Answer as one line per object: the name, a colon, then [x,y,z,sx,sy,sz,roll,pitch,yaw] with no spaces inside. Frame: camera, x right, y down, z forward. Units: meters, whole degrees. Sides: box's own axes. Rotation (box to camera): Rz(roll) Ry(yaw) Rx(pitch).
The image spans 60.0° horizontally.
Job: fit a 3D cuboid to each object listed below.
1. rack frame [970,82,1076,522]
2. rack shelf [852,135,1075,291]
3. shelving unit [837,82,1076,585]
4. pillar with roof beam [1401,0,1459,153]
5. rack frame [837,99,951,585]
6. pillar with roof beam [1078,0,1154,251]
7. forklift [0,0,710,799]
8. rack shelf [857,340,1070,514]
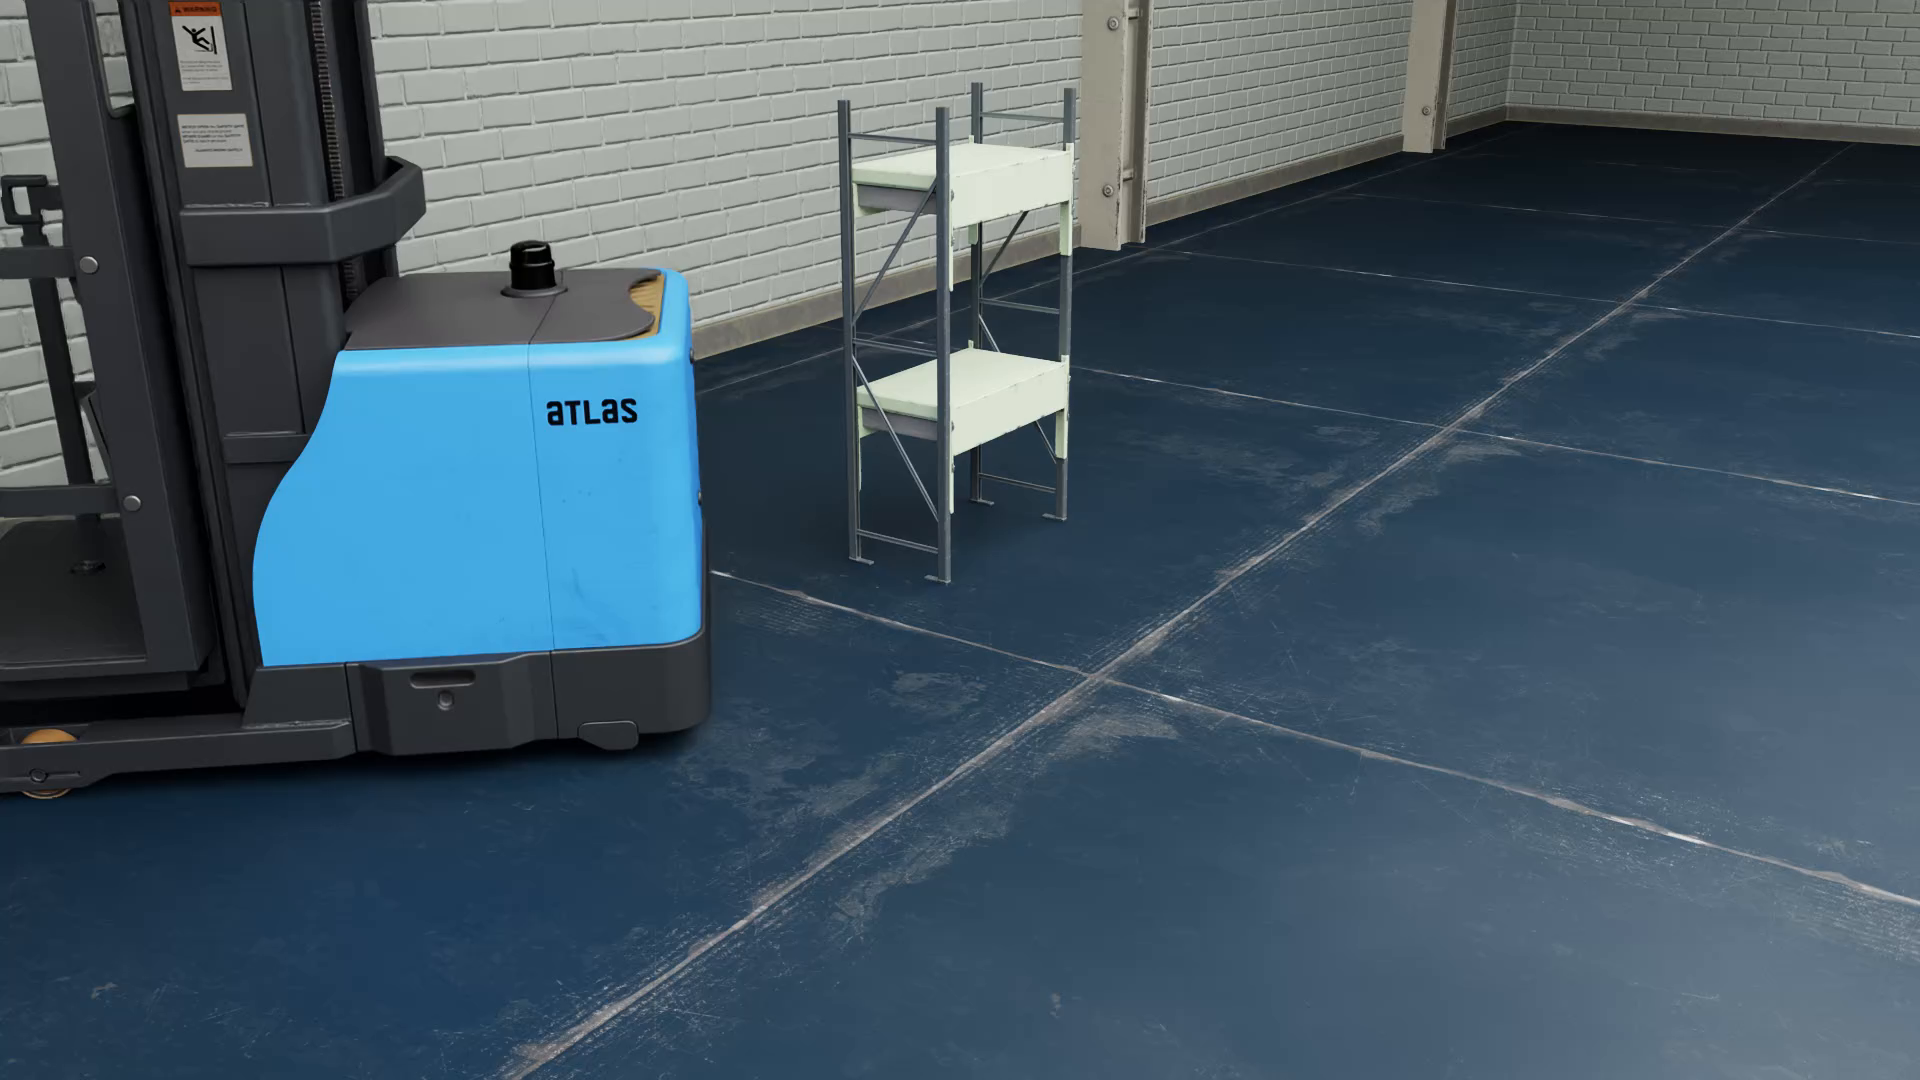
rack frame: [0.209,-0.810,5.794,0.400,1.500,0.023,13,24,32]
rack shelf: [0.004,-1.071,5.375,0.431,0.370,0.720,13,24,32]
shelving unit: [0.004,-0.705,5.510,0.431,1.500,0.755,13,24,32]
pillar with roof beam: [7.943,-7.083,11.944,9.100,9.000,0.400,13,24,32]
rack frame: [-0.202,-0.600,5.226,0.400,1.500,0.023,13,24,32]
pillar with roof beam: [4.570,-5.362,7.290,9.100,9.000,0.400,13,24,32]
forklift: [-2.212,-0.929,4.051,3.031,2.935,1.130,-3,20,-8]
rack shelf: [0.004,-0.400,5.623,0.431,0.370,0.720,13,24,32]
